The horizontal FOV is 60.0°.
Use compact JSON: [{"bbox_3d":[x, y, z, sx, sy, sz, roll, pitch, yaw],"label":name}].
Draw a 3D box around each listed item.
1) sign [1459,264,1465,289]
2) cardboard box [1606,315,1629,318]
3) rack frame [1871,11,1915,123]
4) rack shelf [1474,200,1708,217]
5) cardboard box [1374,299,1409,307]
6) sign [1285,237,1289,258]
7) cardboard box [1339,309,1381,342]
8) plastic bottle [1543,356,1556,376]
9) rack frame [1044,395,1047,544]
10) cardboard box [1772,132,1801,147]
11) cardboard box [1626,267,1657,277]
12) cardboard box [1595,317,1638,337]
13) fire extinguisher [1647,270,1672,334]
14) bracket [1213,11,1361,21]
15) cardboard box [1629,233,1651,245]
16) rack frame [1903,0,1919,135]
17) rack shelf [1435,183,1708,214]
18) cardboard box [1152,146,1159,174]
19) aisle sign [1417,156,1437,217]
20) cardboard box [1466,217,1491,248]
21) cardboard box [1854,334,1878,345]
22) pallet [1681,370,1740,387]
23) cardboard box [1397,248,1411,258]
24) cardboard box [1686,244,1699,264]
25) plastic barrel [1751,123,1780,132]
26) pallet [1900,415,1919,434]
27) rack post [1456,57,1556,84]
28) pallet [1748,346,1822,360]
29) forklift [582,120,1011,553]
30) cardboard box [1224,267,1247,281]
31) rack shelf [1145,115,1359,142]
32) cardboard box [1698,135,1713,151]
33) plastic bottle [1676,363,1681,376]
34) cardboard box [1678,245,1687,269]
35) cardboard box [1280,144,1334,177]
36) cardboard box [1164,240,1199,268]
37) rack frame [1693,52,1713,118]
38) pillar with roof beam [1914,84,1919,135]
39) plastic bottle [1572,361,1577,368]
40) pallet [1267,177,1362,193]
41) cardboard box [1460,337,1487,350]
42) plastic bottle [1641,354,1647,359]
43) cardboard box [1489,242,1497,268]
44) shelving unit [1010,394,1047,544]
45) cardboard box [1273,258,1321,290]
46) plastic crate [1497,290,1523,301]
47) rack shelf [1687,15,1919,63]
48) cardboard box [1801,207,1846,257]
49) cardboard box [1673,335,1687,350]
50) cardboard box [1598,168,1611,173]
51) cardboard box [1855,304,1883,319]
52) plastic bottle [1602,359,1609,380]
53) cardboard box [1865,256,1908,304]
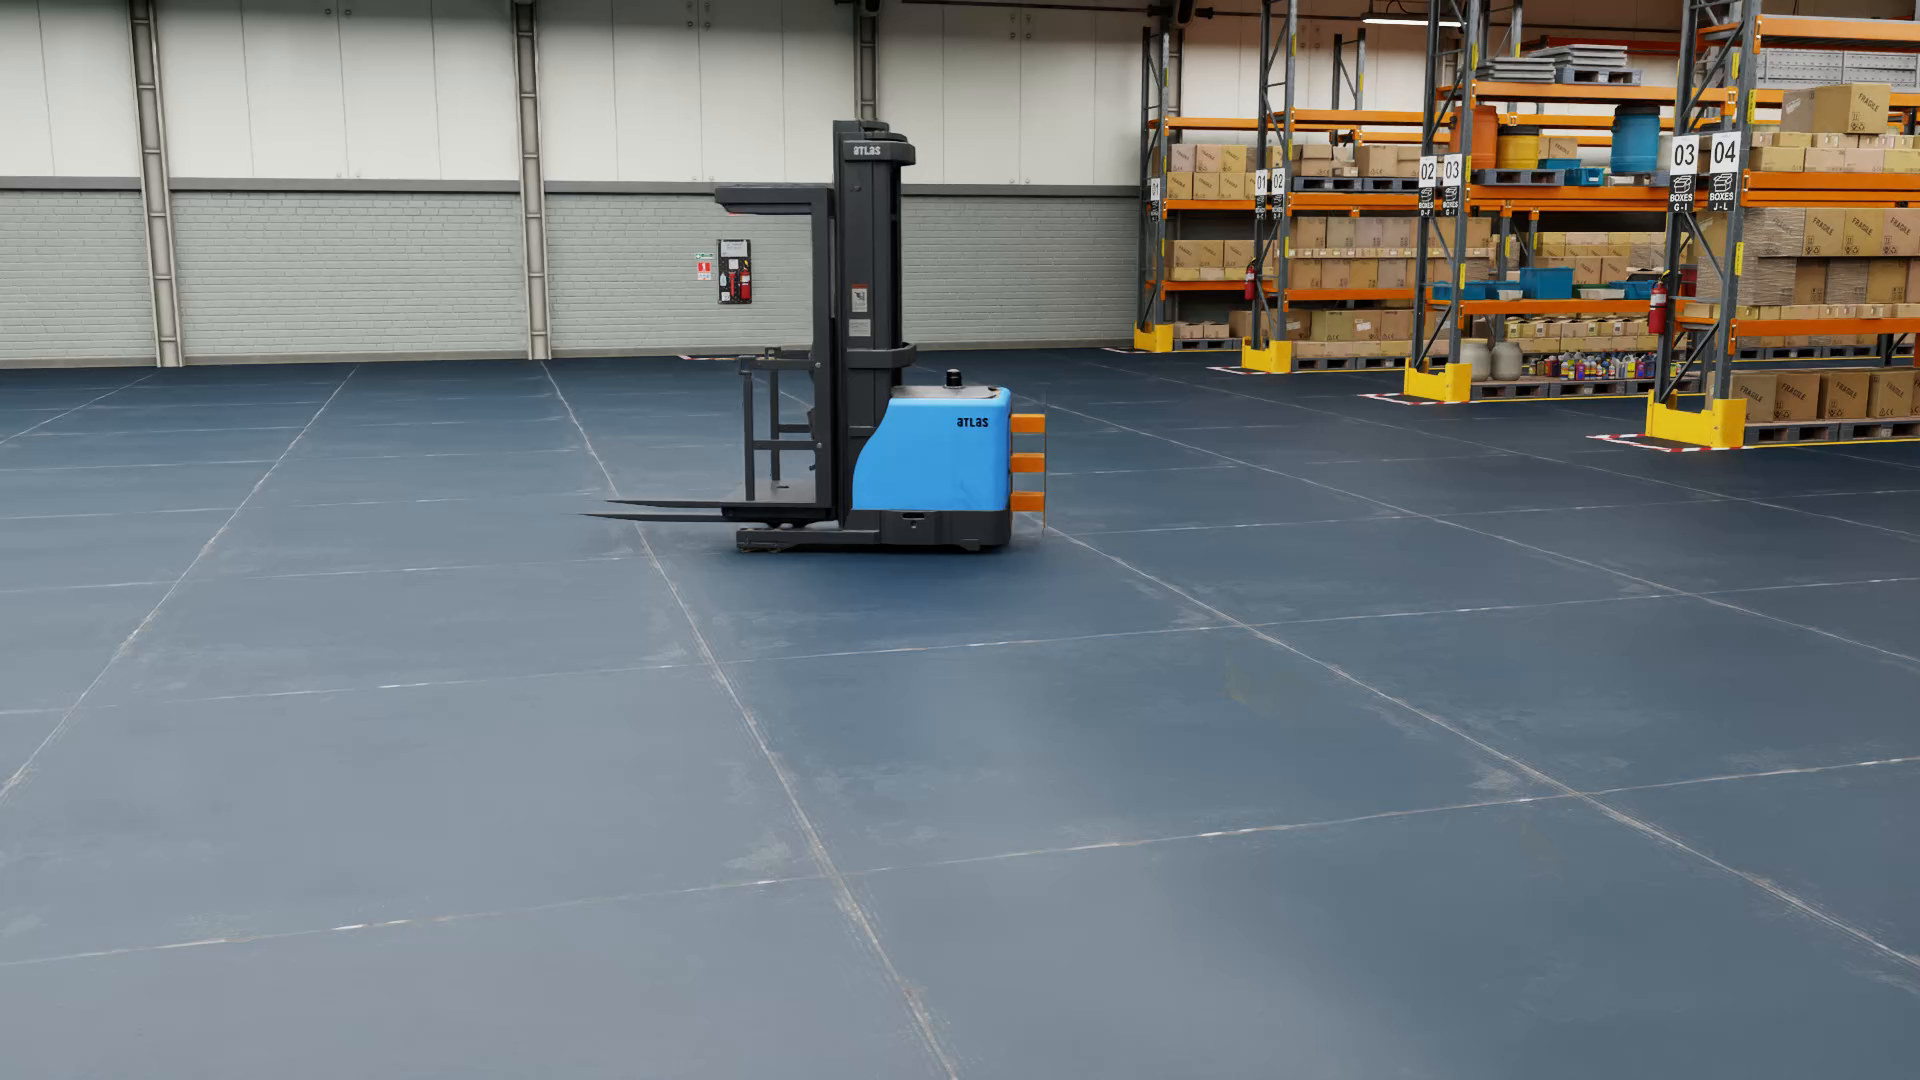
[{"bbox_3d":[6.544,-3.435,21.657,0.005,0.325,0.100,-3,11,-16],"label":"sign"},{"bbox_3d":[11.608,-3.788,29.221,0.500,0.311,0.500,-3,11,-17],"label":"cardboard box"},{"bbox_3d":[16.535,-7.814,29.636,0.127,3.000,1.000,-3,11,-16],"label":"rack frame"},{"bbox_3d":[10.774,-5.681,28.324,4.000,0.370,1.077,-3,11,-16],"label":"rack shelf"},{"bbox_3d":[8.590,-4.738,33.118,0.500,0.250,0.500,-3,11,-17],"label":"cardboard box"},{"bbox_3d":[5.163,-4.624,26.270,0.005,0.325,0.100,-3,11,-16],"label":"sign"},{"bbox_3d":[6.547,-3.521,27.250,0.500,0.500,0.500,-3,11,-16],"label":"cardboard box"},{"bbox_3d":[8.285,-2.449,23.371,0.135,0.276,0.152,-3,11,-16],"label":"plastic bottle"},{"bbox_3d":[0.609,-0.506,11.894,0.008,1.050,0.200,1,10,4],"label":"rack frame"},{"bbox_3d":[8.384,-4.101,17.069,0.250,0.149,0.380,-3,11,-15],"label":"cardboard box"},{"bbox_3d":[11.782,-4.606,29.025,0.500,0.311,0.500,-3,11,-17],"label":"cardboard box"},{"bbox_3d":[11.278,-3.669,28.578,0.500,0.311,0.500,-3,11,-16],"label":"cardboard box"},{"bbox_3d":[7.540,-2.570,17.936,0.183,0.674,0.296,-3,11,-16],"label":"fire extinguisher"},{"bbox_3d":[7.027,-10.113,32.185,4.783,0.066,0.076,-3,11,-16],"label":"bracket"},{"bbox_3d":[13.787,-6.180,34.109,0.500,0.250,0.500,-3,11,-15],"label":"cardboard box"},{"bbox_3d":[14.076,-6.750,23.858,0.127,3.000,1.000,-3,11,-16],"label":"rack frame"},{"bbox_3d":[8.315,-4.618,22.546,4.000,0.370,1.077,-3,11,-16],"label":"rack shelf"},{"bbox_3d":[3.966,-7.210,31.550,0.500,0.500,0.500,-3,11,-13],"label":"cardboard box"},{"bbox_3d":[6.242,-4.721,22.228,0.004,0.787,0.394,-3,11,-16],"label":"aisle sign"},{"bbox_3d":[8.430,-5.122,27.726,0.500,0.500,0.700,-3,11,-16],"label":"cardboard box"},{"bbox_3d":[16.142,-3.776,29.960,0.500,0.500,0.500,-3,11,-16],"label":"cardboard box"},{"bbox_3d":[10.978,-2.272,23.807,1.213,0.211,1.003,-3,11,-16],"label":"pallet"},{"bbox_3d":[7.179,-4.698,27.212,0.250,0.149,0.380,-3,11,-14],"label":"cardboard box"},{"bbox_3d":[13.268,-4.968,29.312,0.500,0.500,0.700,-7,13,-35],"label":"cardboard box"},{"bbox_3d":[11.291,-5.416,23.510,0.600,0.901,0.600,0,10,0],"label":"plastic barrel"},{"bbox_3d":[10.984,-1.325,18.660,1.213,0.211,1.003,-3,11,-16],"label":"pallet"},{"bbox_3d":[7.156,-6.116,21.792,0.954,0.300,0.937,-2,11,-10],"label":"rack post"},{"bbox_3d":[14.591,-3.382,29.834,1.213,0.211,1.003,-3,11,-16],"label":"pallet"},{"bbox_3d":[-1.156,-1.447,11.811,3.031,2.935,1.130,1,10,4],"label":"forklift"},{"bbox_3d":[5.168,-5.076,31.694,0.500,0.250,0.500,-3,11,-17],"label":"cardboard box"},{"bbox_3d":[5.546,-7.813,31.630,4.000,0.370,1.077,-3,11,-16],"label":"rack shelf"},{"bbox_3d":[7.958,-4.200,17.602,0.250,0.149,0.380,-3,11,-16],"label":"cardboard box"},{"bbox_3d":[9.974,-2.365,23.122,0.097,0.201,0.097,0,10,0],"label":"plastic bottle"},{"bbox_3d":[14.774,-5.862,34.453,0.500,0.500,0.500,-3,11,-17],"label":"cardboard box"},{"bbox_3d":[5.566,-6.086,26.703,0.637,0.503,0.797,-2,11,-12],"label":"cardboard box"},{"bbox_3d":[4.168,-5.394,31.349,0.500,0.500,0.500,-3,11,-16],"label":"cardboard box"},{"bbox_3d":[15.147,-8.675,34.313,0.127,3.000,1.000,-3,11,-16],"label":"rack frame"},{"bbox_3d":[22.542,-8.416,32.906,0.400,9.000,9.100,-3,11,-16],"label":"pillar with roof beam"},{"bbox_3d":[8.652,-2.409,23.364,0.097,0.201,0.097,0,10,0],"label":"plastic bottle"},{"bbox_3d":[5.700,-5.719,26.787,1.213,0.211,1.003,-3,11,-16],"label":"pallet"},{"bbox_3d":[8.470,-3.251,27.858,0.500,0.250,0.500,-3,11,-16],"label":"cardboard box"},{"bbox_3d":[9.807,-2.532,23.836,0.097,0.271,0.097,0,10,0],"label":"plastic bottle"},{"bbox_3d":[10.329,-5.729,33.390,0.500,0.500,0.700,-4,11,-21],"label":"cardboard box"},{"bbox_3d":[0.487,-0.507,11.903,0.252,1.050,0.215,1,10,4],"label":"shelving unit"},{"bbox_3d":[5.465,-4.327,26.988,0.500,0.500,0.700,-3,11,-16],"label":"cardboard box"},{"bbox_3d":[7.344,-3.255,22.169,0.250,0.136,0.298,-3,11,-16],"label":"plastic crate"},{"bbox_3d":[9.699,-5.230,17.598,4.000,0.370,1.077,-3,11,-16],"label":"rack shelf"},{"bbox_3d":[8.865,-3.226,17.424,0.500,0.500,0.500,-3,11,-16],"label":"cardboard box"},{"bbox_3d":[12.258,-3.446,28.916,0.500,0.250,0.500,-3,11,-15],"label":"cardboard box"},{"bbox_3d":[10.707,-6.153,28.152,0.500,0.250,0.500,-4,11,-21],"label":"cardboard box"},{"bbox_3d":[9.586,-2.442,17.722,0.250,0.149,0.380,-3,11,-16],"label":"cardboard box"},{"bbox_3d":[8.842,-2.340,22.791,0.097,0.271,0.097,0,10,0],"label":"plastic bottle"},{"bbox_3d":[9.737,-2.840,18.089,0.500,0.500,0.875,-3,11,-16],"label":"cardboard box"}]
